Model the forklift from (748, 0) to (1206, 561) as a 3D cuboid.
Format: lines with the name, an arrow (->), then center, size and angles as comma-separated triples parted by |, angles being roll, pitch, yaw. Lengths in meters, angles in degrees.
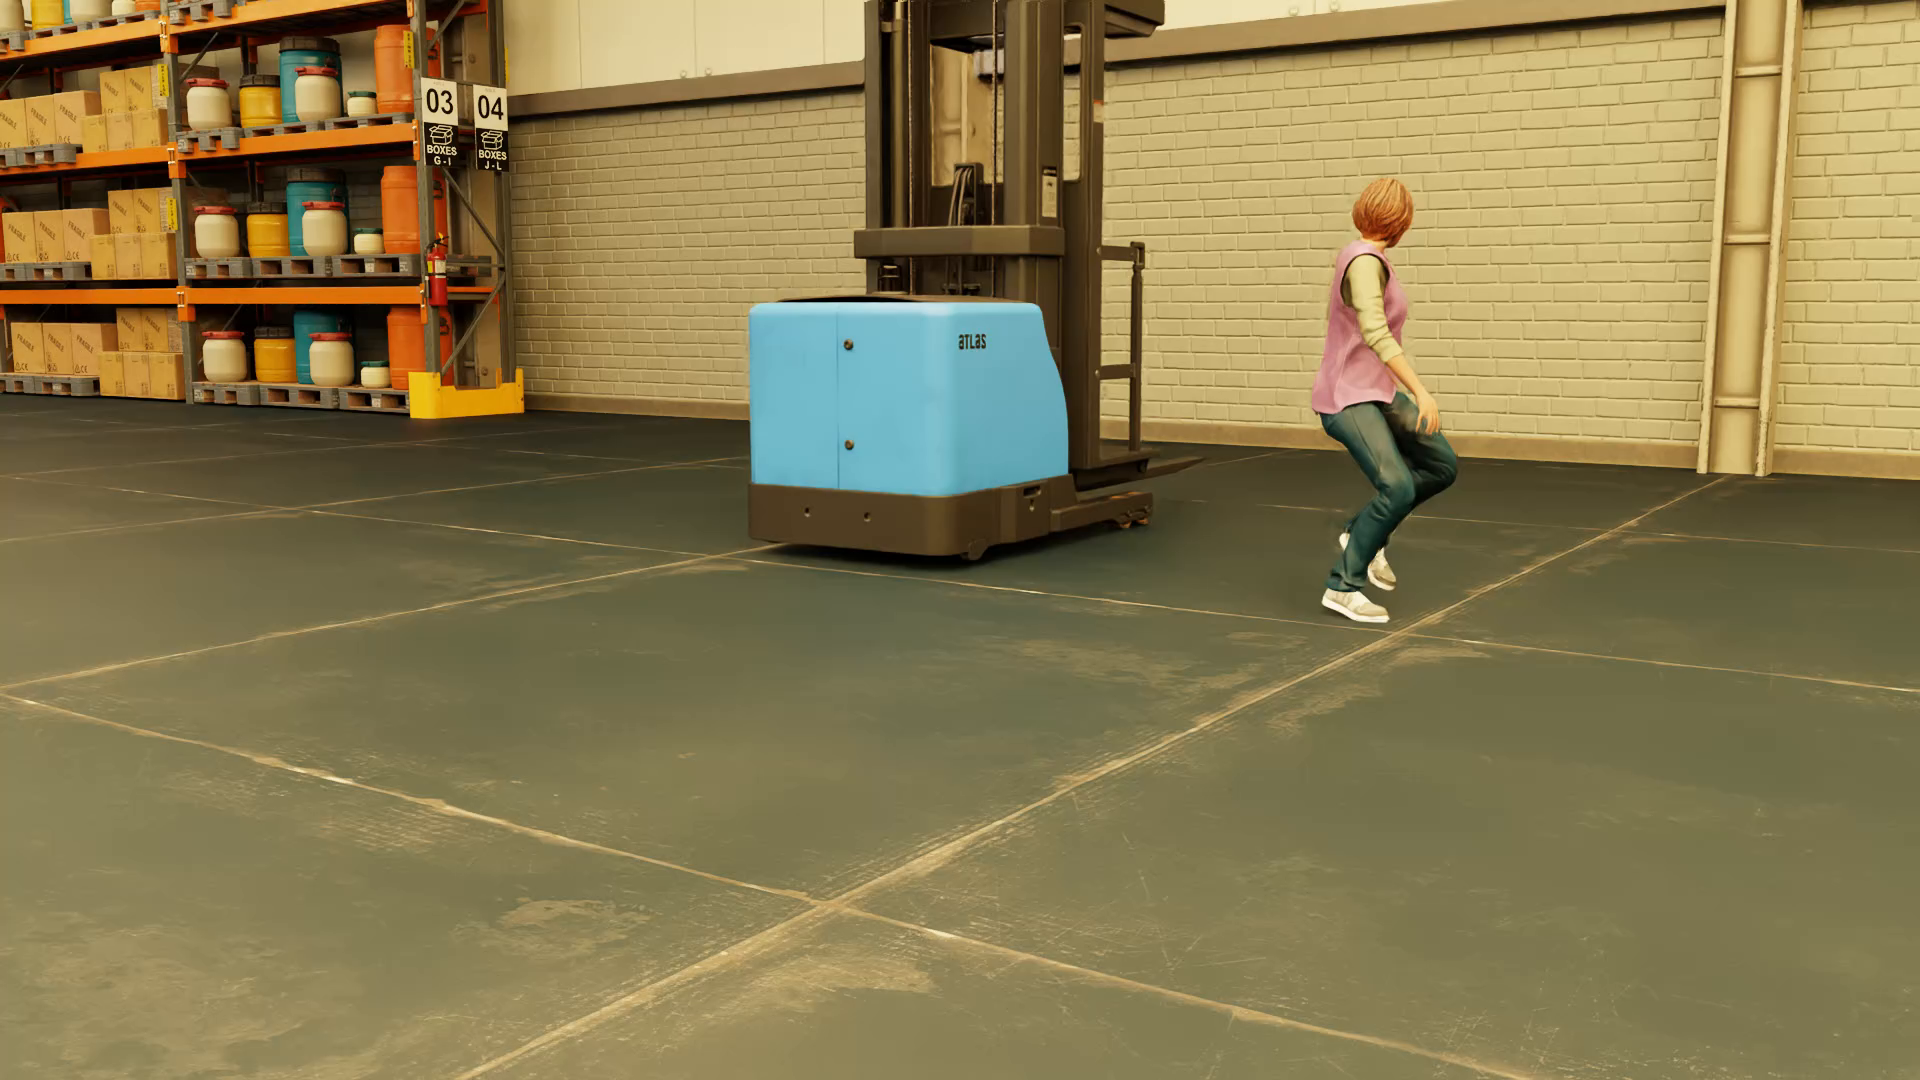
forklift -> 0.289, -1.530, 7.956 | 1.130, 2.935, 3.031 | 5, 9, 31

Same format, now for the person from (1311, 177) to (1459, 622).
person -> 1.454, -0.479, 5.758 | 0.527, 1.492, 0.695 | 4, 9, 29
